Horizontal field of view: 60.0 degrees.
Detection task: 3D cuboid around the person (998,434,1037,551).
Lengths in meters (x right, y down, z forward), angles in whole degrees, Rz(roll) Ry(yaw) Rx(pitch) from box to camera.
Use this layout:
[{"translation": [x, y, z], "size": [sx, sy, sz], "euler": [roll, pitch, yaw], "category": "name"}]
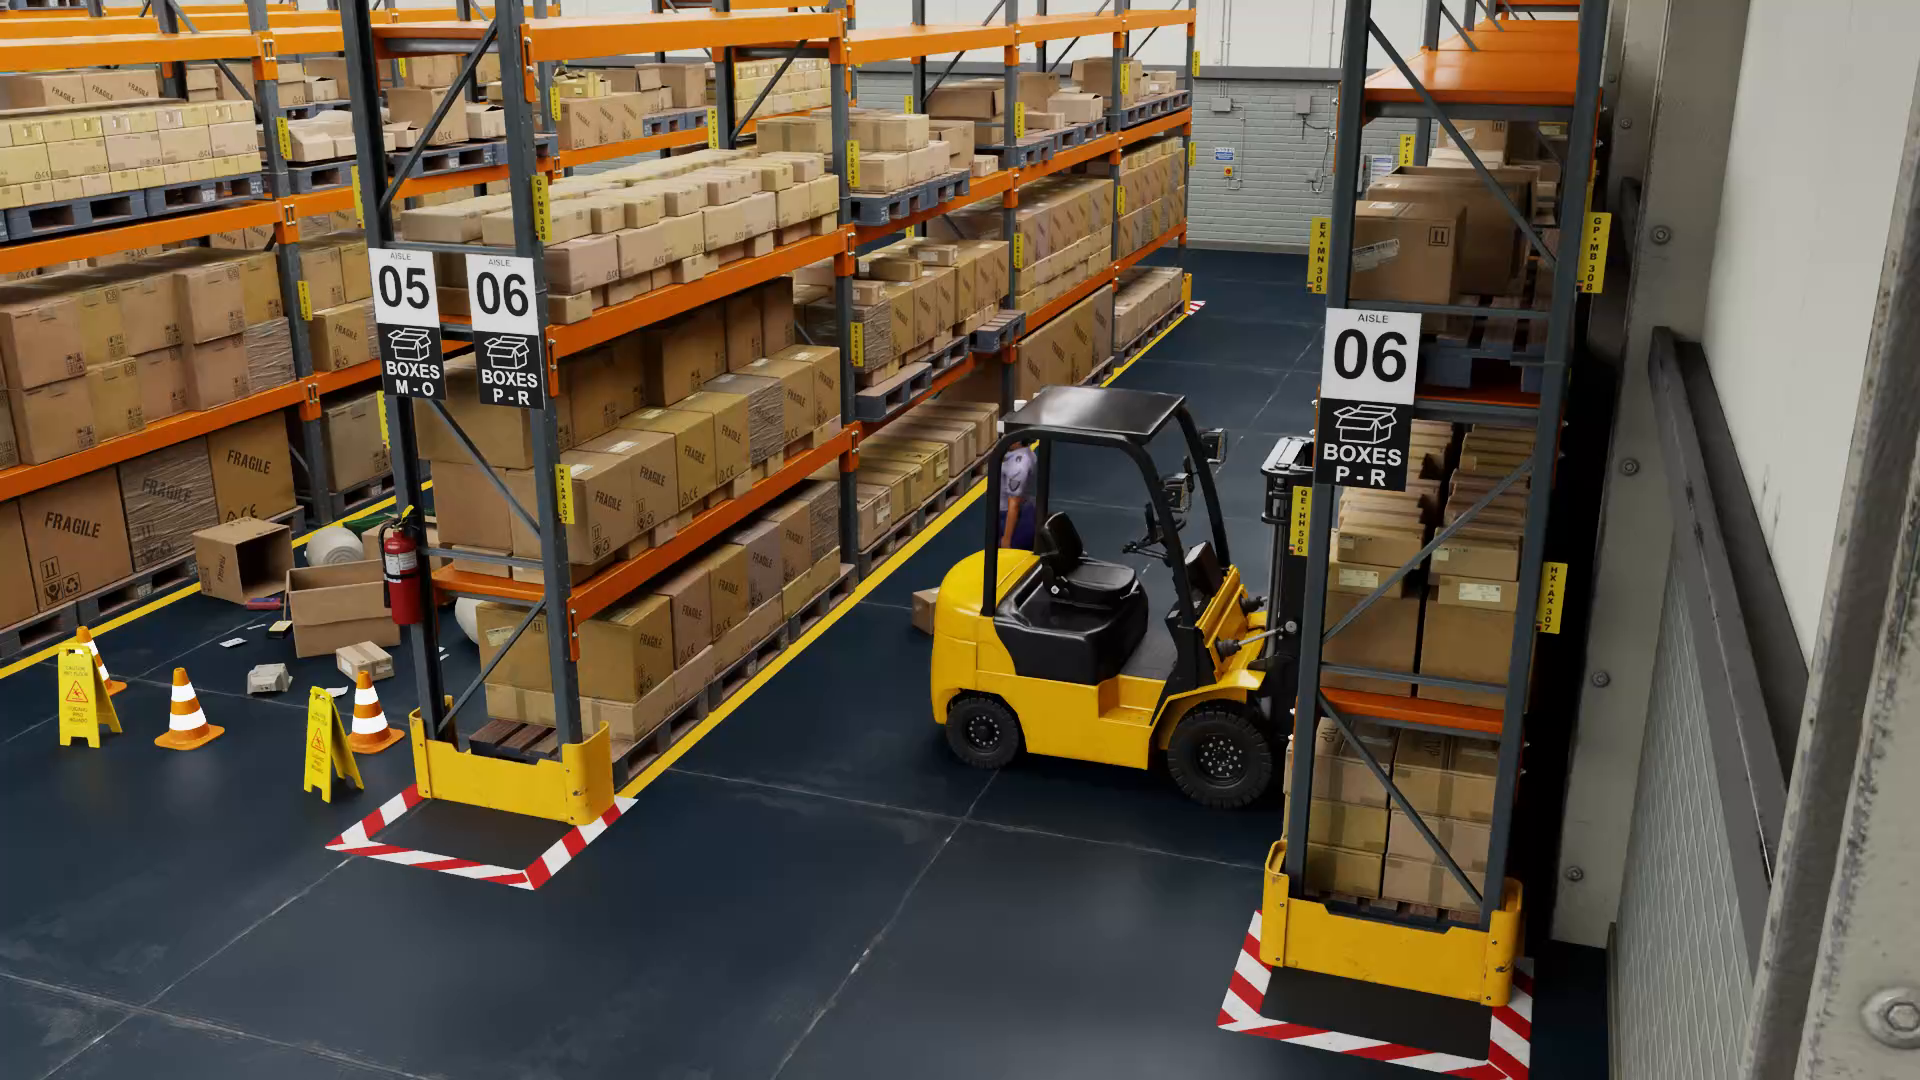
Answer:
[{"translation": [0.375, -0.069, 11.798], "size": [0.329, 1.645, 0.467], "euler": [4, 19, 12], "category": "person"}]
